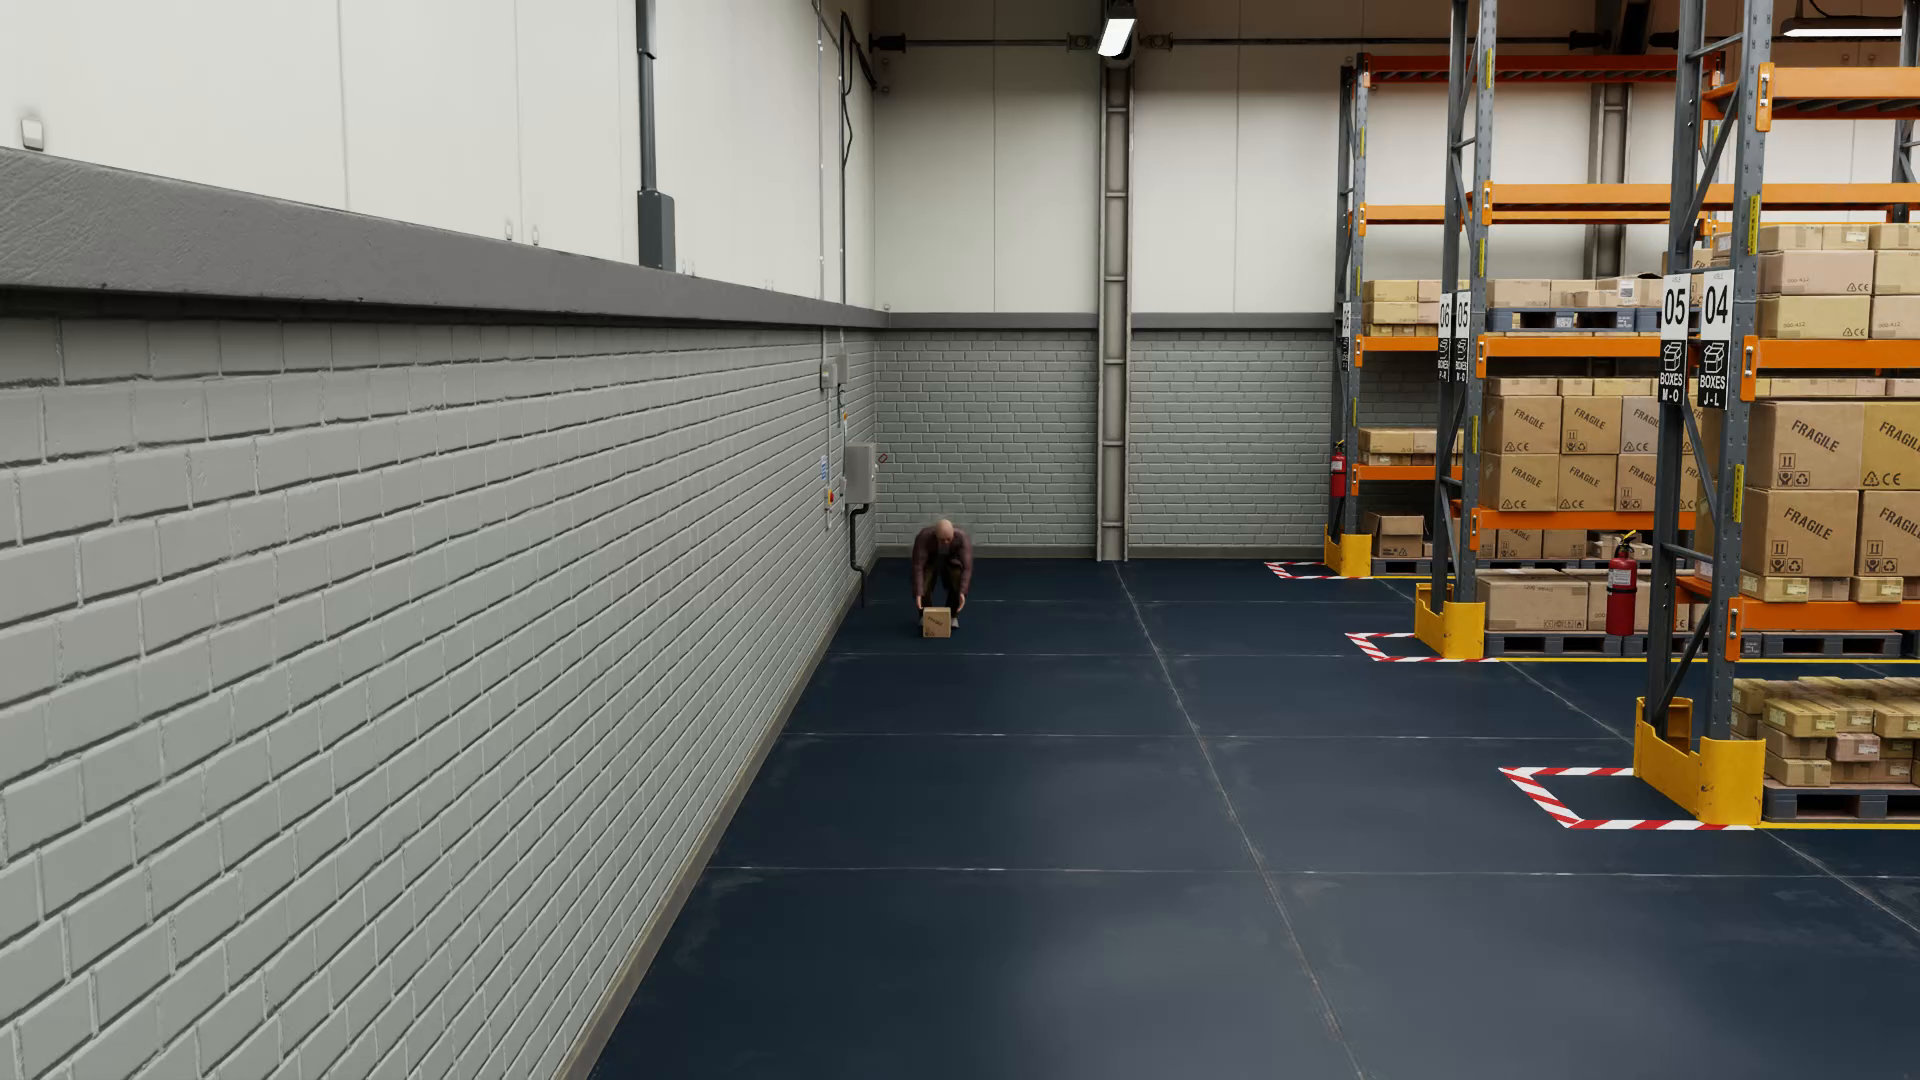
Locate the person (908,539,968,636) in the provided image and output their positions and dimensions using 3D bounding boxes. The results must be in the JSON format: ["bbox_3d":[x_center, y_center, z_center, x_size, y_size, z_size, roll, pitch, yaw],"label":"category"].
[{"bbox_3d":[-0.211,0.445,16.062,0.581,0.874,0.953,0,7,-1],"label":"person"}]
